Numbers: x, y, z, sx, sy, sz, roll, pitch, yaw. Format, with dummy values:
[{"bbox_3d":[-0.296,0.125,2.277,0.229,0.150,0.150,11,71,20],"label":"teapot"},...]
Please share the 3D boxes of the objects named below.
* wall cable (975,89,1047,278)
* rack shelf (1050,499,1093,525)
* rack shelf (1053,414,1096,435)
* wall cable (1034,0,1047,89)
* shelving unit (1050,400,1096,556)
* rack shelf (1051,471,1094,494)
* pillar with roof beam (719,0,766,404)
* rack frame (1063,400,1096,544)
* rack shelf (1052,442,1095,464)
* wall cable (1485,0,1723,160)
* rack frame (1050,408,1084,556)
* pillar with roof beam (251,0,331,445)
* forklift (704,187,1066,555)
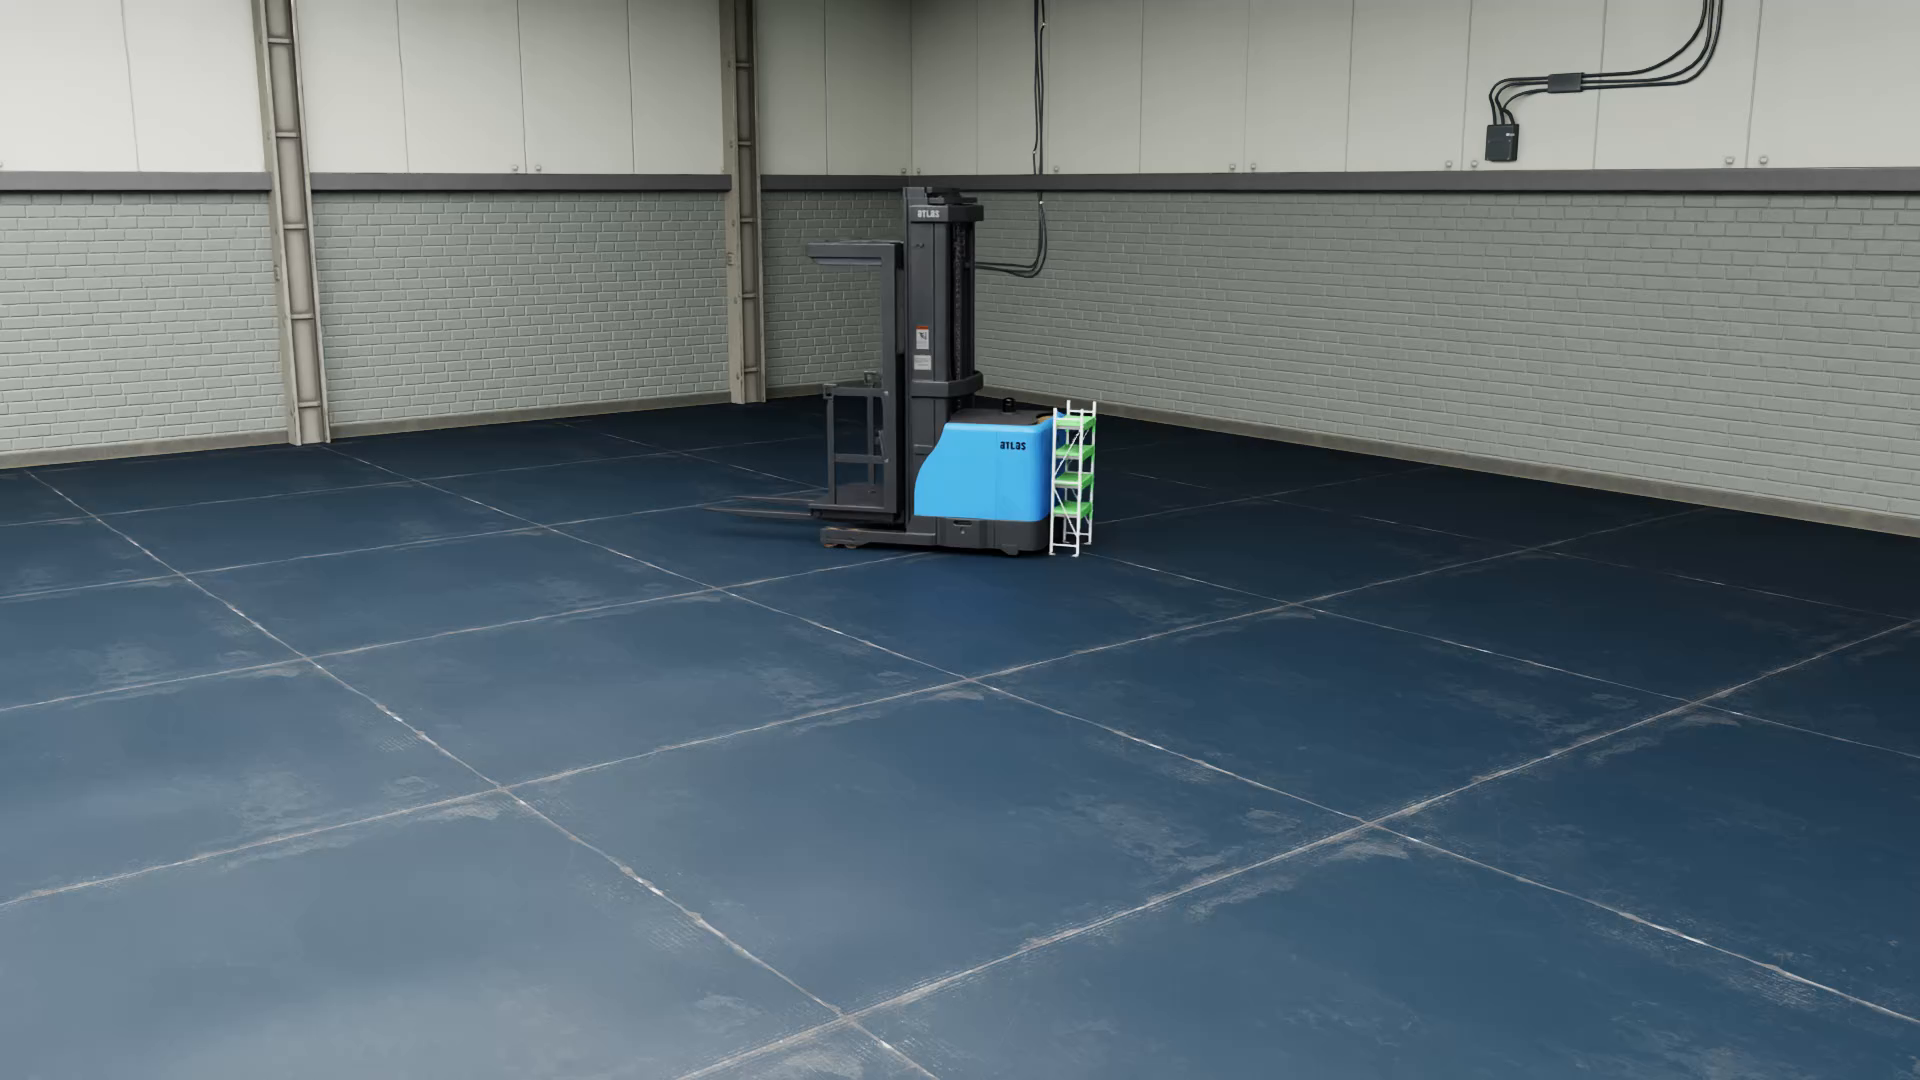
[{"bbox_3d":[0.171,-4.978,23.381,0.112,2.526,3.097,-9,15,-38],"label":"wall cable"},{"bbox_3d":[0.922,-0.215,13.701,0.258,0.148,0.480,5,13,16],"label":"rack shelf"},{"bbox_3d":[0.934,-0.918,13.548,0.258,0.148,0.480,5,13,16],"label":"rack shelf"},{"bbox_3d":[1.861,-7.009,20.790,0.112,2.526,3.097,-9,15,-38],"label":"wall cable"},{"bbox_3d":[0.927,-0.511,13.637,0.258,1.200,0.503,5,13,16],"label":"shelving unit"},{"bbox_3d":[0.926,-0.449,13.650,0.258,0.148,0.480,5,13,16],"label":"rack shelf"},{"bbox_3d":[-0.266,-5.630,18.980,0.400,9.000,9.100,-9,15,-38],"label":"pillar with roof beam"},{"bbox_3d":[0.995,-0.560,13.866,0.240,1.200,0.015,5,13,16],"label":"rack frame"},{"bbox_3d":[0.930,-0.684,13.599,0.258,0.148,0.480,5,13,16],"label":"rack shelf"},{"bbox_3d":[6.090,-6.618,15.444,0.169,6.003,2.305,-9,15,-38],"label":"wall cable"},{"bbox_3d":[0.858,-0.463,13.408,0.240,1.200,0.015,5,13,16],"label":"rack frame"},{"bbox_3d":[-4.951,-4.852,15.313,0.400,9.000,9.100,-9,15,-38],"label":"pillar with roof beam"},{"bbox_3d":[-0.665,-1.462,13.957,3.031,2.935,1.130,3,12,16],"label":"forklift"}]
